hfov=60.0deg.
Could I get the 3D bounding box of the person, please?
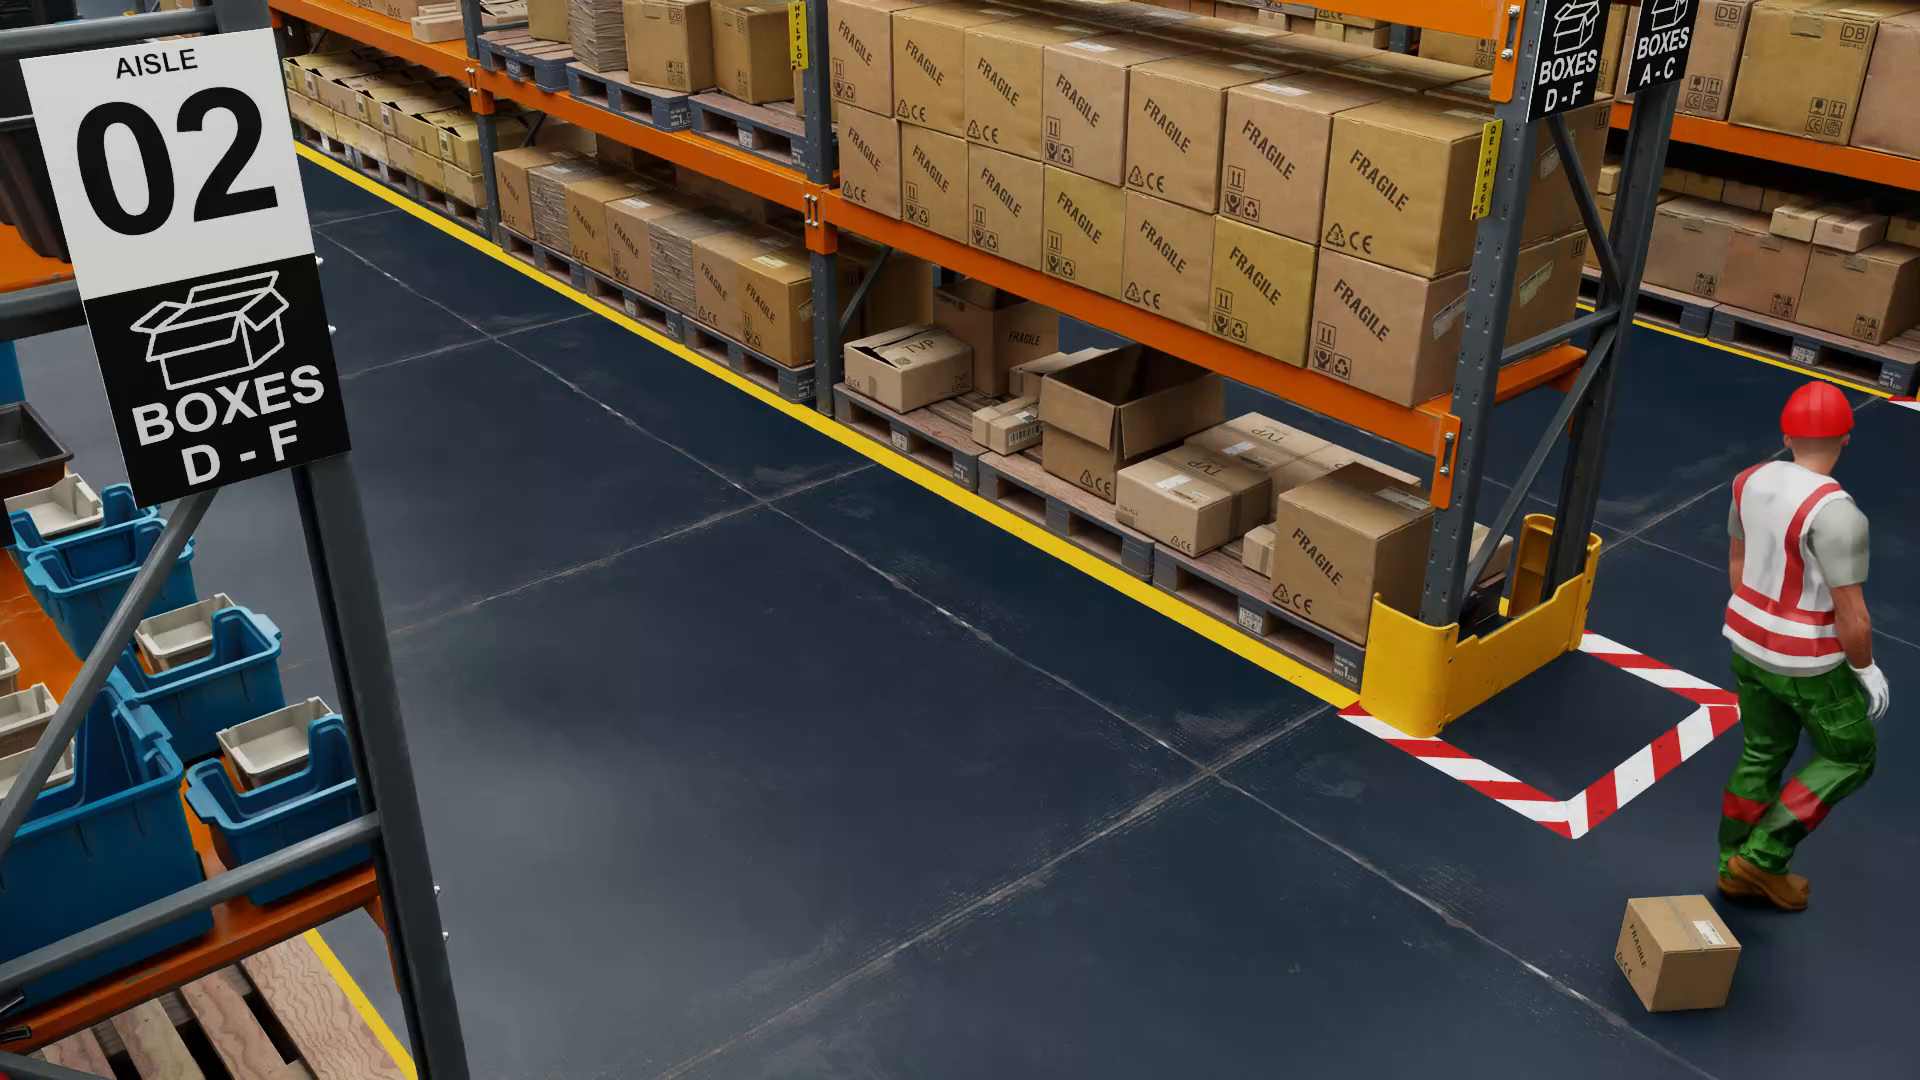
[{"bbox_3d":[2.710,0.366,5.371,0.438,1.772,0.658,-4,28,-8],"label":"person"}]
